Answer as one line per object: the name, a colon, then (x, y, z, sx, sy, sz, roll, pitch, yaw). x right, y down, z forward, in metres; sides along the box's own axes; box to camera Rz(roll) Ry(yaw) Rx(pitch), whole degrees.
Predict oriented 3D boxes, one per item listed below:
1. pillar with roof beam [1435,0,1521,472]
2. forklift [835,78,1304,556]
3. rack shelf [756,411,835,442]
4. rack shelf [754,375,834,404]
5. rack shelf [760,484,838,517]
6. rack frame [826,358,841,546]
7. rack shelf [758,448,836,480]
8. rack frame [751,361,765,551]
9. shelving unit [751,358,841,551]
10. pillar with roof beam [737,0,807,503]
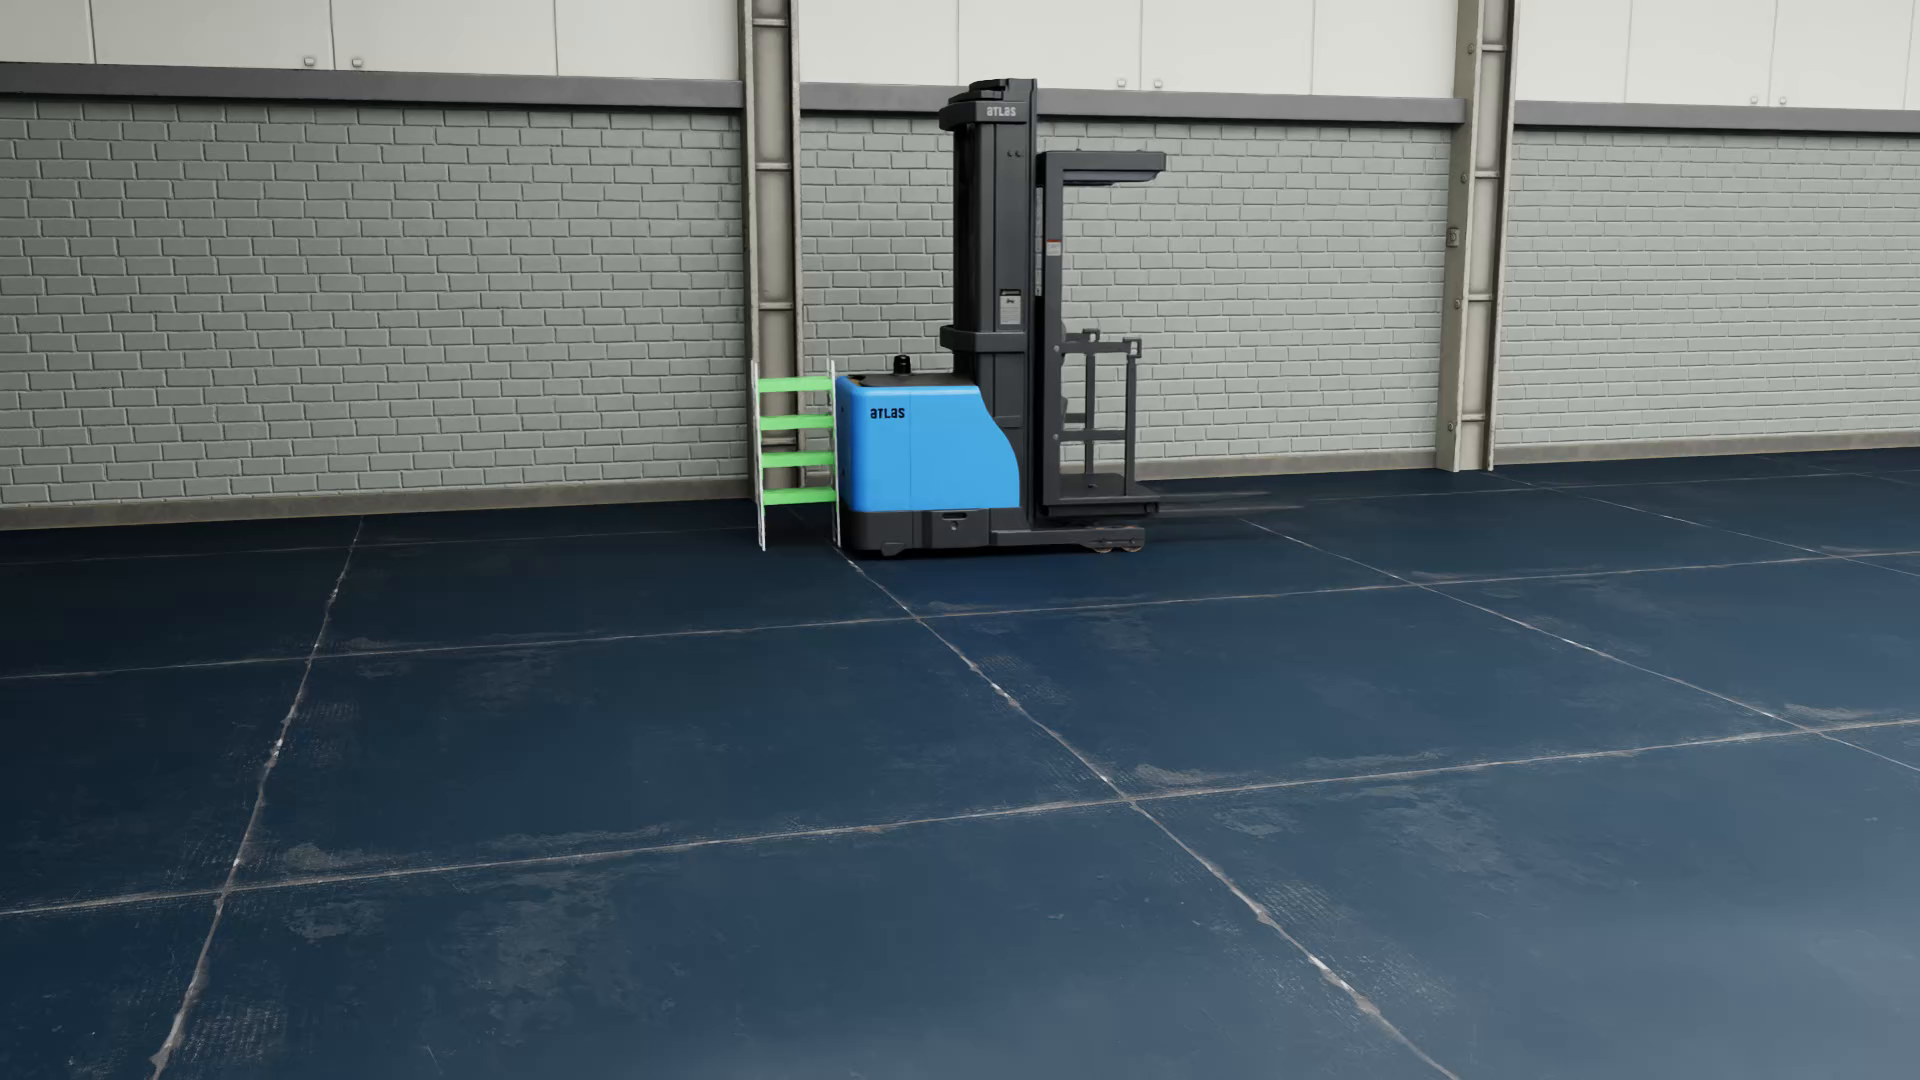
pillar with roof beam: (5.565, -4.295, 9.524, 0.400, 9.000, 9.100, -3, 11, -16)
forklift: (0.726, -1.448, 10.816, 3.031, 2.935, 1.130, -2, 11, -10)
rack shelf: (-1.063, -0.730, 10.693, 0.480, 0.148, 0.258, -4, 11, -12)
rack shelf: (-1.068, -0.965, 10.648, 0.480, 0.148, 0.258, -4, 11, -12)
rack shelf: (-1.052, -0.258, 10.782, 0.480, 0.148, 0.258, -4, 11, -12)
rack frame: (-0.821, -0.572, 10.777, 0.015, 1.200, 0.240, -4, 11, -12)
rack shelf: (-1.057, -0.494, 10.738, 0.480, 0.148, 0.258, -4, 11, -12)
rack frame: (-1.297, -0.542, 10.674, 0.015, 1.200, 0.240, -4, 11, -12)
shelving unit: (-1.059, -0.557, 10.726, 0.503, 1.200, 0.258, -4, 11, -12)
pillar with roof beam: (-0.196, -3.992, 7.875, 0.400, 9.000, 9.100, -3, 11, -16)
